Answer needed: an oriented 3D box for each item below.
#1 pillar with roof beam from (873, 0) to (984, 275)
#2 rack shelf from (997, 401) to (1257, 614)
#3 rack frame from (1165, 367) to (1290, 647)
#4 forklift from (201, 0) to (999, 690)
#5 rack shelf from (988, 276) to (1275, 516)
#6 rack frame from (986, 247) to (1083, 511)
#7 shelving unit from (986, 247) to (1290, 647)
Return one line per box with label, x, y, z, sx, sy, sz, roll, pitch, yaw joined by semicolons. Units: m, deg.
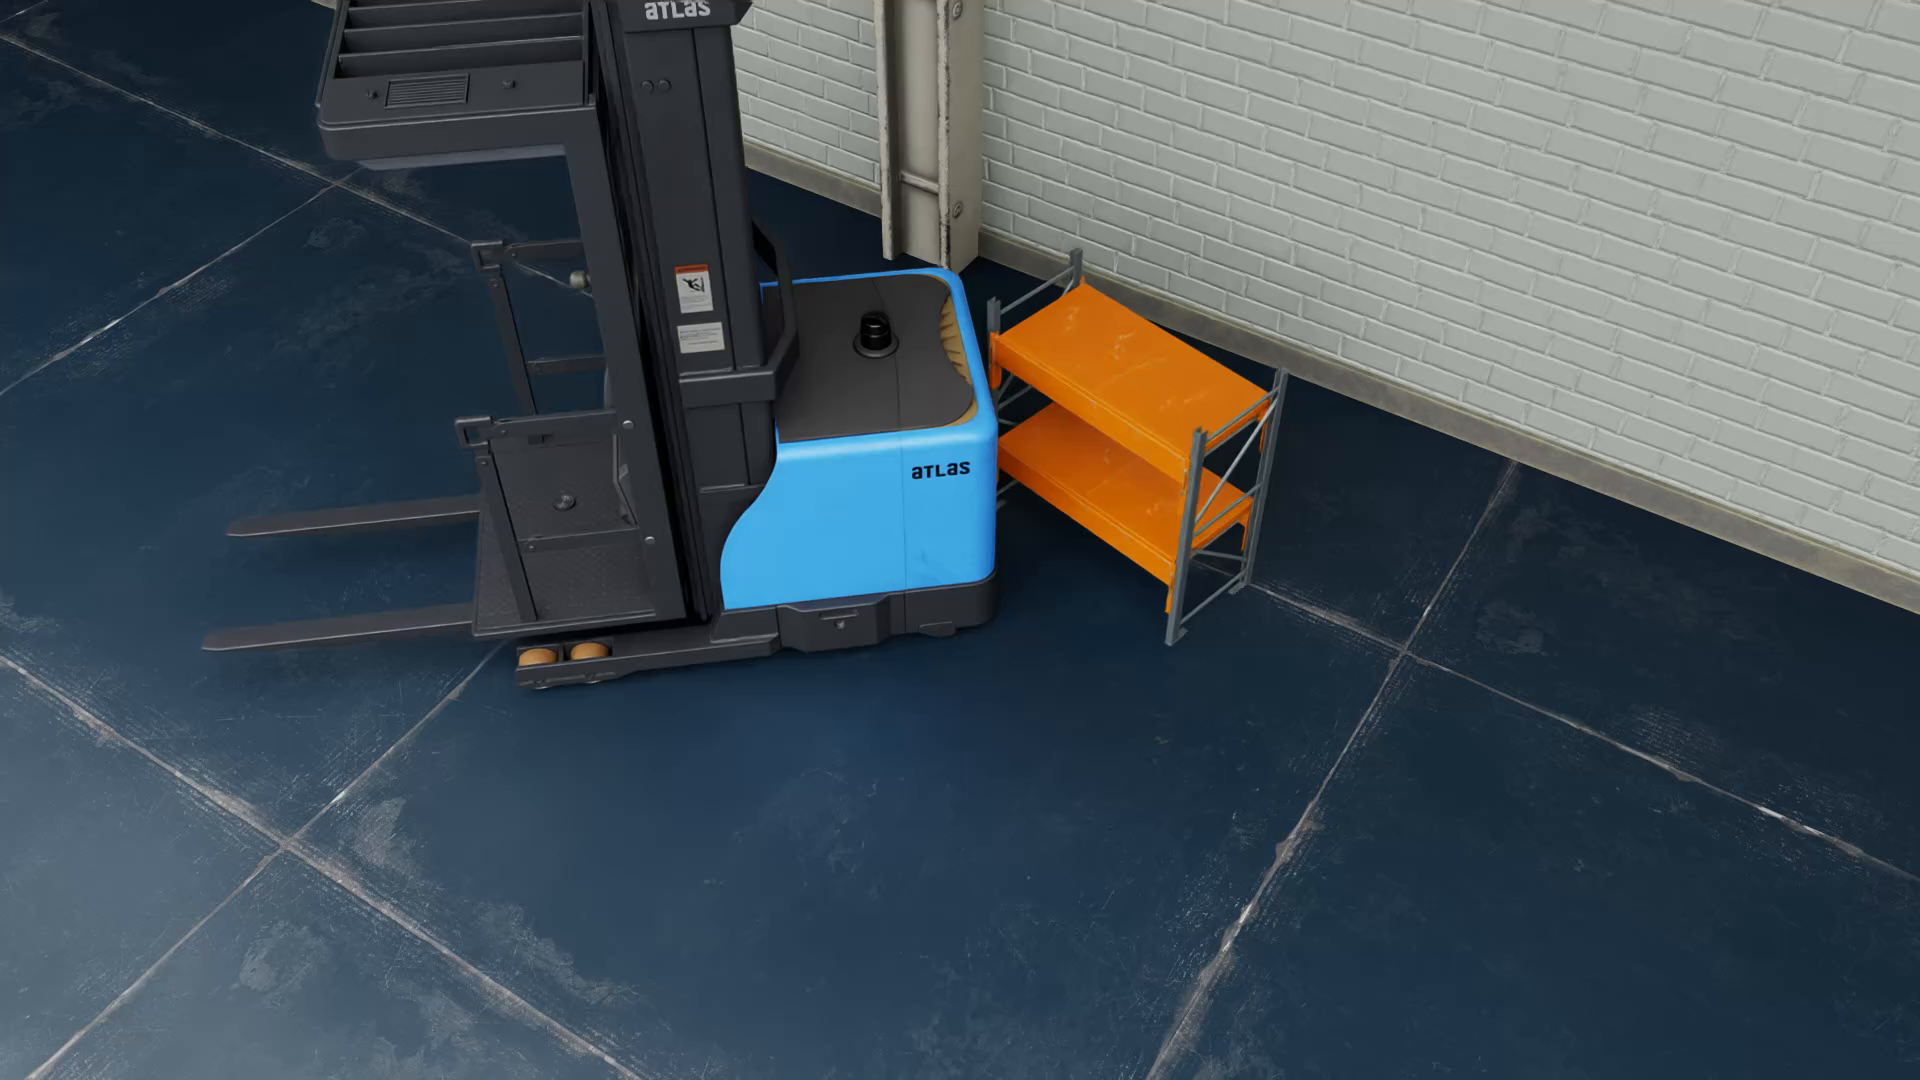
pillar with roof beam;-2.464;-1.976;2.617;0.400;9.000;9.100;25;51;22
rack shelf;0.646;-0.195;6.718;0.538;0.278;1.000;-35;55;-29
rack frame;1.000;-0.103;6.288;0.500;1.125;0.032;-35;55;-29
forklift;-1.413;-0.855;5.759;3.031;2.935;1.130;-6;46;-6
rack shelf;0.646;-0.569;6.332;0.538;0.278;1.000;-35;55;-29
rack frame;0.292;-0.627;6.797;0.500;1.125;0.032;-35;55;-29
shelving unit;0.646;-0.365;6.542;0.538;1.125;1.048;-35;55;-29
